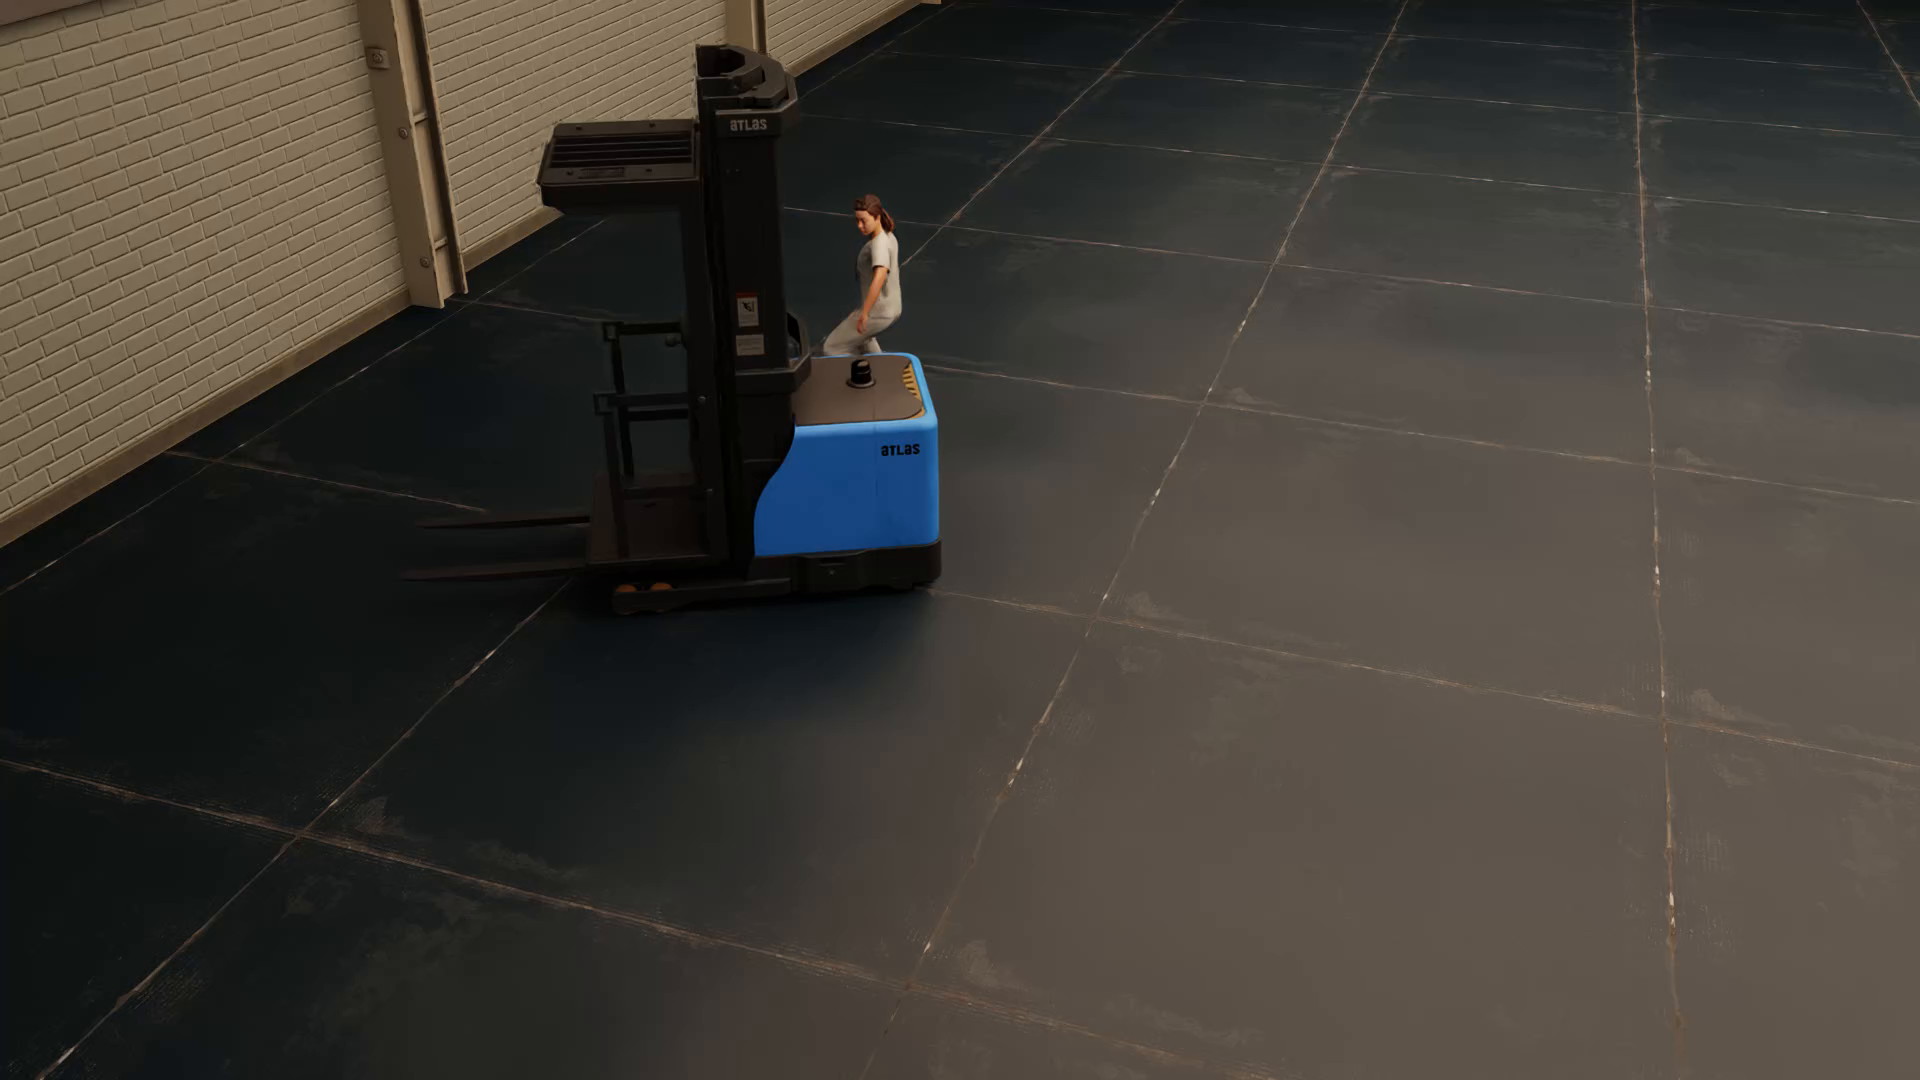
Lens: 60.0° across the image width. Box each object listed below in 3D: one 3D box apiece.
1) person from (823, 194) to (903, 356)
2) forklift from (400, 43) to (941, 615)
[{"bbox_3d":[-0.613,-1.593,11.365,0.496,1.561,0.878,10,31,17],"label":"person"},{"bbox_3d":[-1.667,-1.131,9.120,3.031,2.935,1.130,-4,30,-7],"label":"forklift"}]
